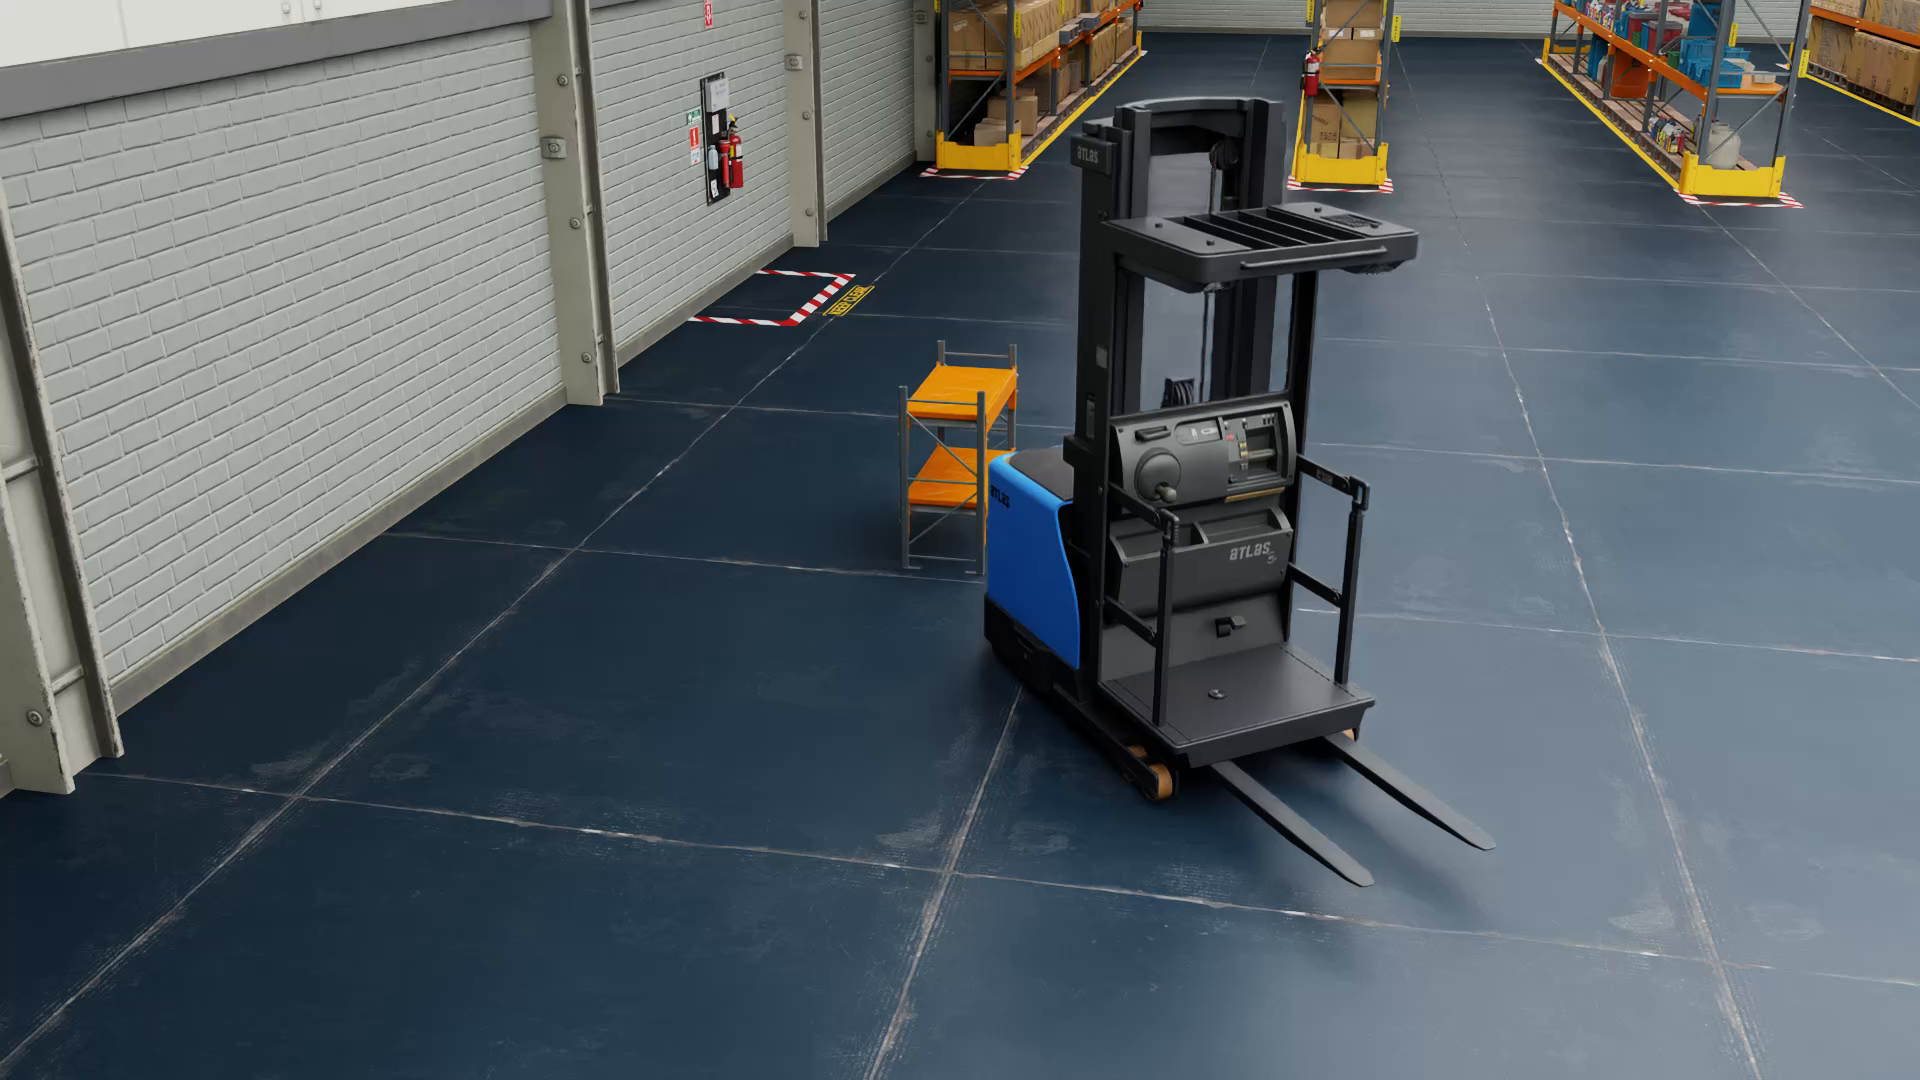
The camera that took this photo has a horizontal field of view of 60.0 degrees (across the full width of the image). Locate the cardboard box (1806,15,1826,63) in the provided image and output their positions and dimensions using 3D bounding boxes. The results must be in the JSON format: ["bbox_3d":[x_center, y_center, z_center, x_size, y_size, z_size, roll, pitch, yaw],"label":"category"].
[{"bbox_3d":[18.000,-10.276,34.135,0.875,0.875,0.875,4,22,11],"label":"cardboard box"}]

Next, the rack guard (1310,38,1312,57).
[{"bbox_3d":[8.340,-10.876,36.690,1.175,0.500,0.348,4,22,11],"label":"rack guard"}]

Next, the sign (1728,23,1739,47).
[{"bbox_3d":[11.291,-7.378,24.288,0.100,0.325,0.005,4,22,11],"label":"sign"}]

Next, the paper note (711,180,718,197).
[{"bbox_3d":[-2.333,-3.347,15.828,0.016,0.148,0.142,4,22,11],"label":"paper note"}]

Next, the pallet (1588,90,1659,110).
[{"bbox_3d":[11.691,-7.757,29.331,1.003,0.211,1.213,4,22,11],"label":"pallet"}]

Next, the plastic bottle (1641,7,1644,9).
[{"bbox_3d":[12.371,-9.543,30.200,0.152,0.276,0.135,4,22,11],"label":"plastic bottle"}]

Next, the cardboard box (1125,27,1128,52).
[{"bbox_3d":[3.256,-10.844,36.049,0.700,0.500,0.500,4,22,9],"label":"cardboard box"}]

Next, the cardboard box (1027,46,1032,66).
[{"bbox_3d":[0.743,-6.873,23.578,0.500,0.250,0.500,4,22,9],"label":"cardboard box"}]

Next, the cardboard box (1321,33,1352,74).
[{"bbox_3d":[5.301,-6.620,22.643,0.700,0.500,0.500,5,22,12],"label":"cardboard box"}]

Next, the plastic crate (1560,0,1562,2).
[{"bbox_3d":[12.697,-11.329,34.611,0.416,0.233,0.300,4,22,11],"label":"plastic crate"}]

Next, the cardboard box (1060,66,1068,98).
[{"bbox_3d":[1.484,-7.928,28.780,0.700,0.500,0.500,4,22,11],"label":"cardboard box"}]

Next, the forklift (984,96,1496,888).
[{"bbox_3d":[1.213,-0.377,7.366,1.130,2.935,3.031,-10,24,-23],"label":"forklift"}]

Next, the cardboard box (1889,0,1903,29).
[{"bbox_3d":[16.593,-9.185,29.011,0.500,0.500,0.500,5,22,12],"label":"cardboard box"}]

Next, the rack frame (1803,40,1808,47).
[{"bbox_3d":[18.052,-11.307,34.413,1.000,3.000,0.127,4,22,11],"label":"rack frame"}]

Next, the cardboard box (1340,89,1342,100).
[{"bbox_3d":[5.814,-6.391,24.321,0.500,0.500,0.500,4,22,11],"label":"cardboard box"}]

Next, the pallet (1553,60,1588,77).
[{"bbox_3d":[12.746,-9.647,34.026,1.003,0.211,1.213,4,22,11],"label":"pallet"}]

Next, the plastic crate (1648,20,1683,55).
[{"bbox_3d":[10.554,-7.526,24.939,0.402,0.464,0.583,4,22,11],"label":"plastic crate"}]

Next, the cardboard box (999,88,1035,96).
[{"bbox_3d":[0.884,-6.713,25.764,0.500,0.500,0.500,3,22,7],"label":"cardboard box"}]

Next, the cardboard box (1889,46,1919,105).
[{"bbox_3d":[16.581,-7.841,28.090,1.225,0.875,0.875,3,22,8],"label":"cardboard box"}]

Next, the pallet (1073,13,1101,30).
[{"bbox_3d":[1.832,-9.156,29.330,1.213,0.211,1.003,4,22,11],"label":"pallet"}]

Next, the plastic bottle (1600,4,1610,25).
[{"bbox_3d":[11.543,-9.389,29.718,0.144,0.351,0.185,4,22,11],"label":"plastic bottle"}]

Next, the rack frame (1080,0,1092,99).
[{"bbox_3d":[1.873,-9.514,29.961,1.000,3.000,0.127,4,22,11],"label":"rack frame"}]

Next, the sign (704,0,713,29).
[{"bbox_3d":[-2.329,-4.895,15.389,0.001,0.298,0.199,4,22,11],"label":"sign"}]

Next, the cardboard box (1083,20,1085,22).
[{"bbox_3d":[2.167,-9.509,30.260,0.380,0.149,0.250,4,22,10],"label":"cardboard box"}]

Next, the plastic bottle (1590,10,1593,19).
[{"bbox_3d":[11.775,-9.779,30.886,0.097,0.201,0.097,0,22,0],"label":"plastic bottle"}]

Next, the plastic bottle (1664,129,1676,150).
[{"bbox_3d":[9.991,-5.619,23.348,0.152,0.276,0.135,4,22,9],"label":"plastic bottle"}]

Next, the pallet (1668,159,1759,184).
[{"bbox_3d":[10.079,-4.868,22.157,1.003,0.211,1.213,4,22,11],"label":"pallet"}]

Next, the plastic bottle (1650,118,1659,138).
[{"bbox_3d":[10.222,-6.033,24.375,0.152,0.276,0.135,5,23,13],"label":"plastic bottle"}]

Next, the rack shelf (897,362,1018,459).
[{"bbox_3d":[0.001,-0.796,10.040,0.538,0.278,1.000,4,22,11],"label":"rack shelf"}]

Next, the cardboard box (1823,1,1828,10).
[{"bbox_3d":[17.397,-10.615,33.032,0.380,0.149,0.250,4,22,10],"label":"cardboard box"}]

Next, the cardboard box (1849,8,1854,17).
[{"bbox_3d":[17.030,-9.958,31.401,0.380,0.149,0.250,5,22,12],"label":"cardboard box"}]

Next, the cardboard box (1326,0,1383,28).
[{"bbox_3d":[5.209,-7.049,21.971,0.700,0.500,0.500,5,22,11],"label":"cardboard box"}]

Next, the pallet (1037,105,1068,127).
[{"bbox_3d":[1.214,-7.042,27.557,1.003,0.211,1.213,4,22,11],"label":"pallet"}]

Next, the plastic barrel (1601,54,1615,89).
[{"bbox_3d":[11.885,-8.428,29.931,0.600,0.588,0.708,4,22,11],"label":"plastic barrel"}]

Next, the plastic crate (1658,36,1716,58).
[{"bbox_3d":[10.524,-7.085,24.014,0.767,0.338,0.504,4,22,11],"label":"plastic crate"}]

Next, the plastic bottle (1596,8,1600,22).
[{"bbox_3d":[11.633,-9.558,30.243,0.097,0.271,0.097,0,22,0],"label":"plastic bottle"}]

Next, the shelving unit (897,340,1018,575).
[{"bbox_3d":[0.001,-0.524,10.150,0.538,1.125,1.048,4,22,11],"label":"shelving unit"}]

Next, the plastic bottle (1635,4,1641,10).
[{"bbox_3d":[12.119,-9.397,29.737,0.144,0.351,0.185,4,22,11],"label":"plastic bottle"}]

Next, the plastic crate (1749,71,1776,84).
[{"bbox_3d":[10.436,-6.013,21.622,0.298,0.136,0.250,4,22,11],"label":"plastic crate"}]

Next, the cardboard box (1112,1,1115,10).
[{"bbox_3d":[2.869,-10.630,33.043,0.380,0.149,0.250,5,22,12],"label":"cardboard box"}]

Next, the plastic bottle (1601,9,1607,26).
[{"bbox_3d":[11.469,-9.303,29.594,0.061,0.283,0.133,4,22,11],"label":"plastic bottle"}]

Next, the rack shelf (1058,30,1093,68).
[{"bbox_3d":[1.465,-8.449,28.279,1.077,0.370,4.000,4,22,11],"label":"rack shelf"}]

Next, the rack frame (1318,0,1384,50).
[{"bbox_3d":[5.907,-7.675,25.395,1.000,3.000,0.127,4,22,11],"label":"rack frame"}]

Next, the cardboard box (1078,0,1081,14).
[{"bbox_3d":[1.787,-9.592,29.432,0.700,0.500,0.500,2,22,5],"label":"cardboard box"}]

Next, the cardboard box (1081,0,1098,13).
[{"bbox_3d":[2.222,-9.866,30.276,0.500,0.500,0.500,5,22,13],"label":"cardboard box"}]

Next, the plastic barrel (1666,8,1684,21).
[{"bbox_3d":[11.484,-8.264,26.708,0.421,0.512,0.421,0,22,0],"label":"plastic barrel"}]

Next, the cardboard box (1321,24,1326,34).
[{"bbox_3d":[5.034,-6.809,22.243,0.380,0.149,0.250,5,22,12],"label":"cardboard box"}]

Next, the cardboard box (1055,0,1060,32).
[{"bbox_3d":[1.263,-8.142,25.725,0.500,0.500,0.500,4,22,11],"label":"cardboard box"}]

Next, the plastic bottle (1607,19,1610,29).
[{"bbox_3d":[11.345,-9.008,28.970,0.097,0.201,0.097,0,22,0],"label":"plastic bottle"}]
